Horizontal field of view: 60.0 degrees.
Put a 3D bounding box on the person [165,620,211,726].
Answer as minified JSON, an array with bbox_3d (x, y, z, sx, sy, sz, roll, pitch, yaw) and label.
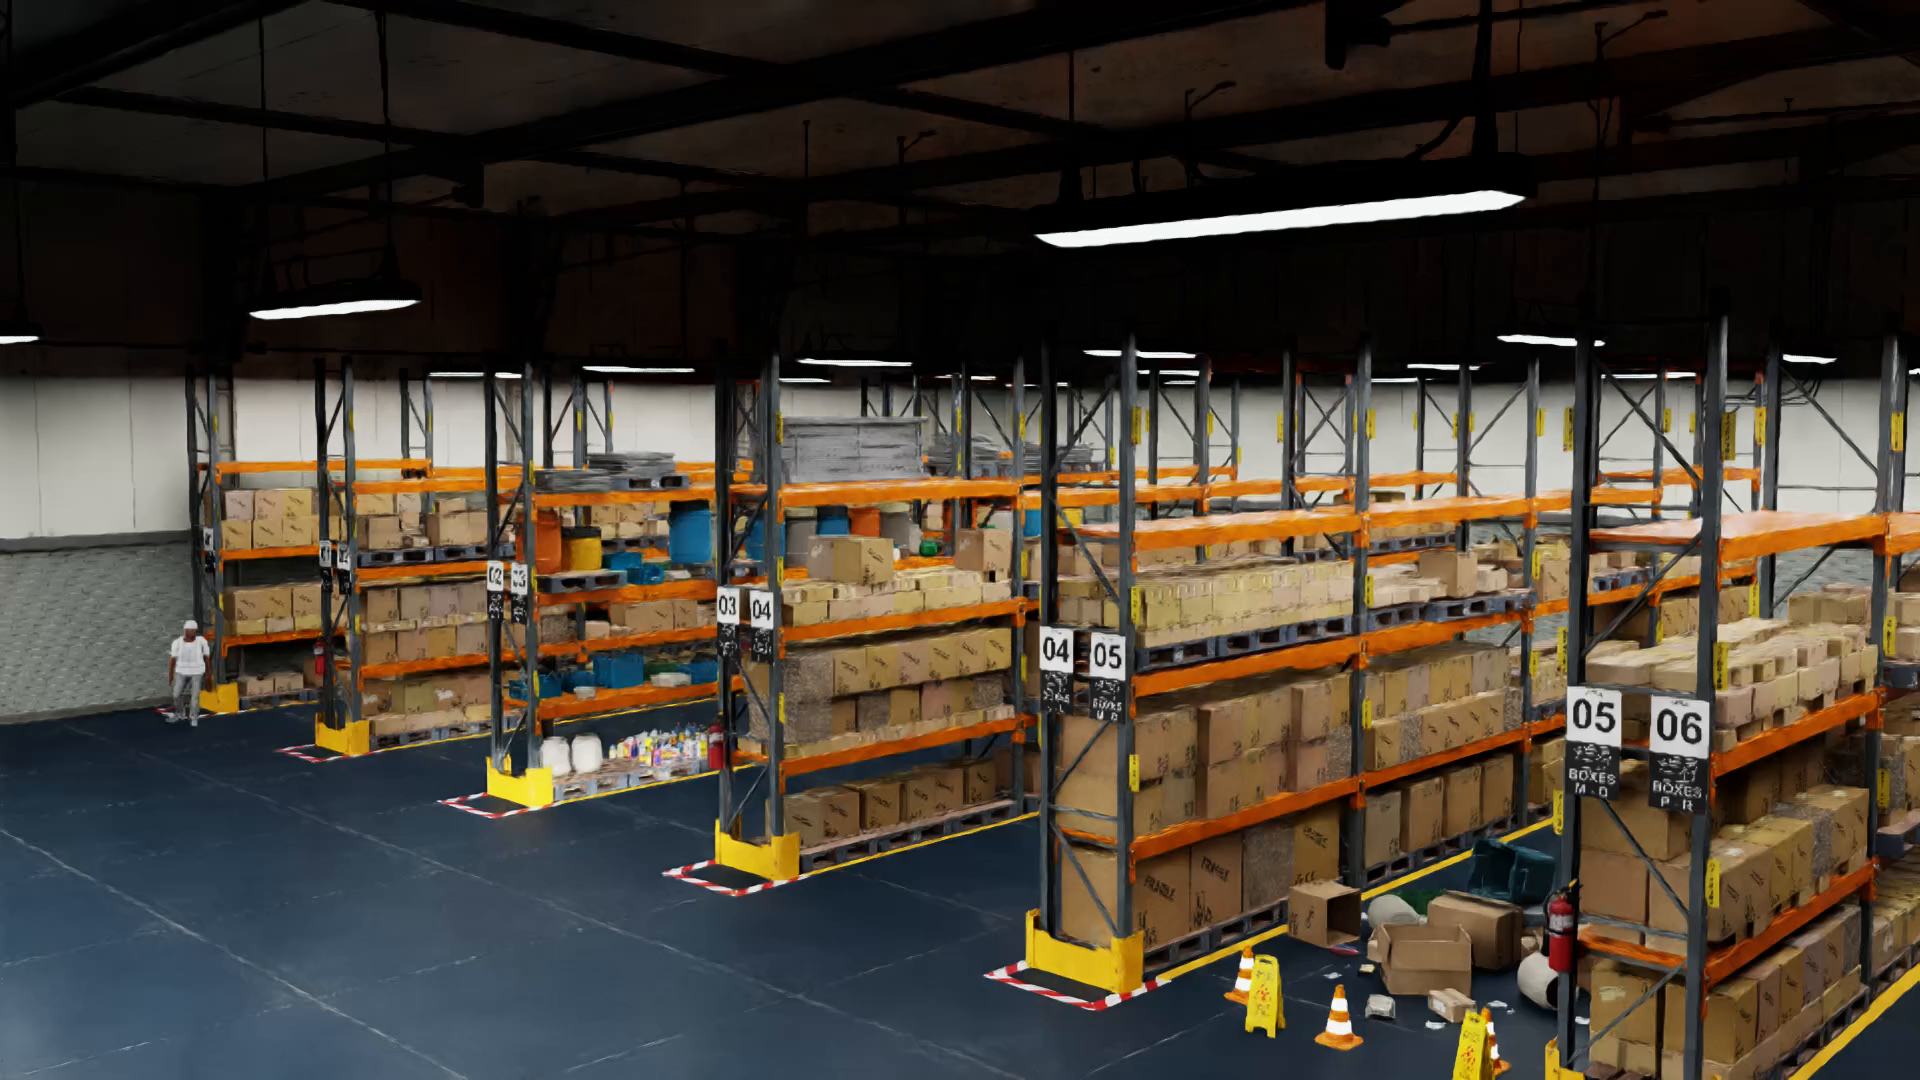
[{"bbox_3d":[-12.716,2.182,27.352,0.722,1.756,0.465,-2,5,-19],"label":"person"}]

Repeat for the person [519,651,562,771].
[{"bbox_3d":[-6.051,2.431,24.008,0.641,1.649,0.435,-2,5,-22],"label":"person"}]
